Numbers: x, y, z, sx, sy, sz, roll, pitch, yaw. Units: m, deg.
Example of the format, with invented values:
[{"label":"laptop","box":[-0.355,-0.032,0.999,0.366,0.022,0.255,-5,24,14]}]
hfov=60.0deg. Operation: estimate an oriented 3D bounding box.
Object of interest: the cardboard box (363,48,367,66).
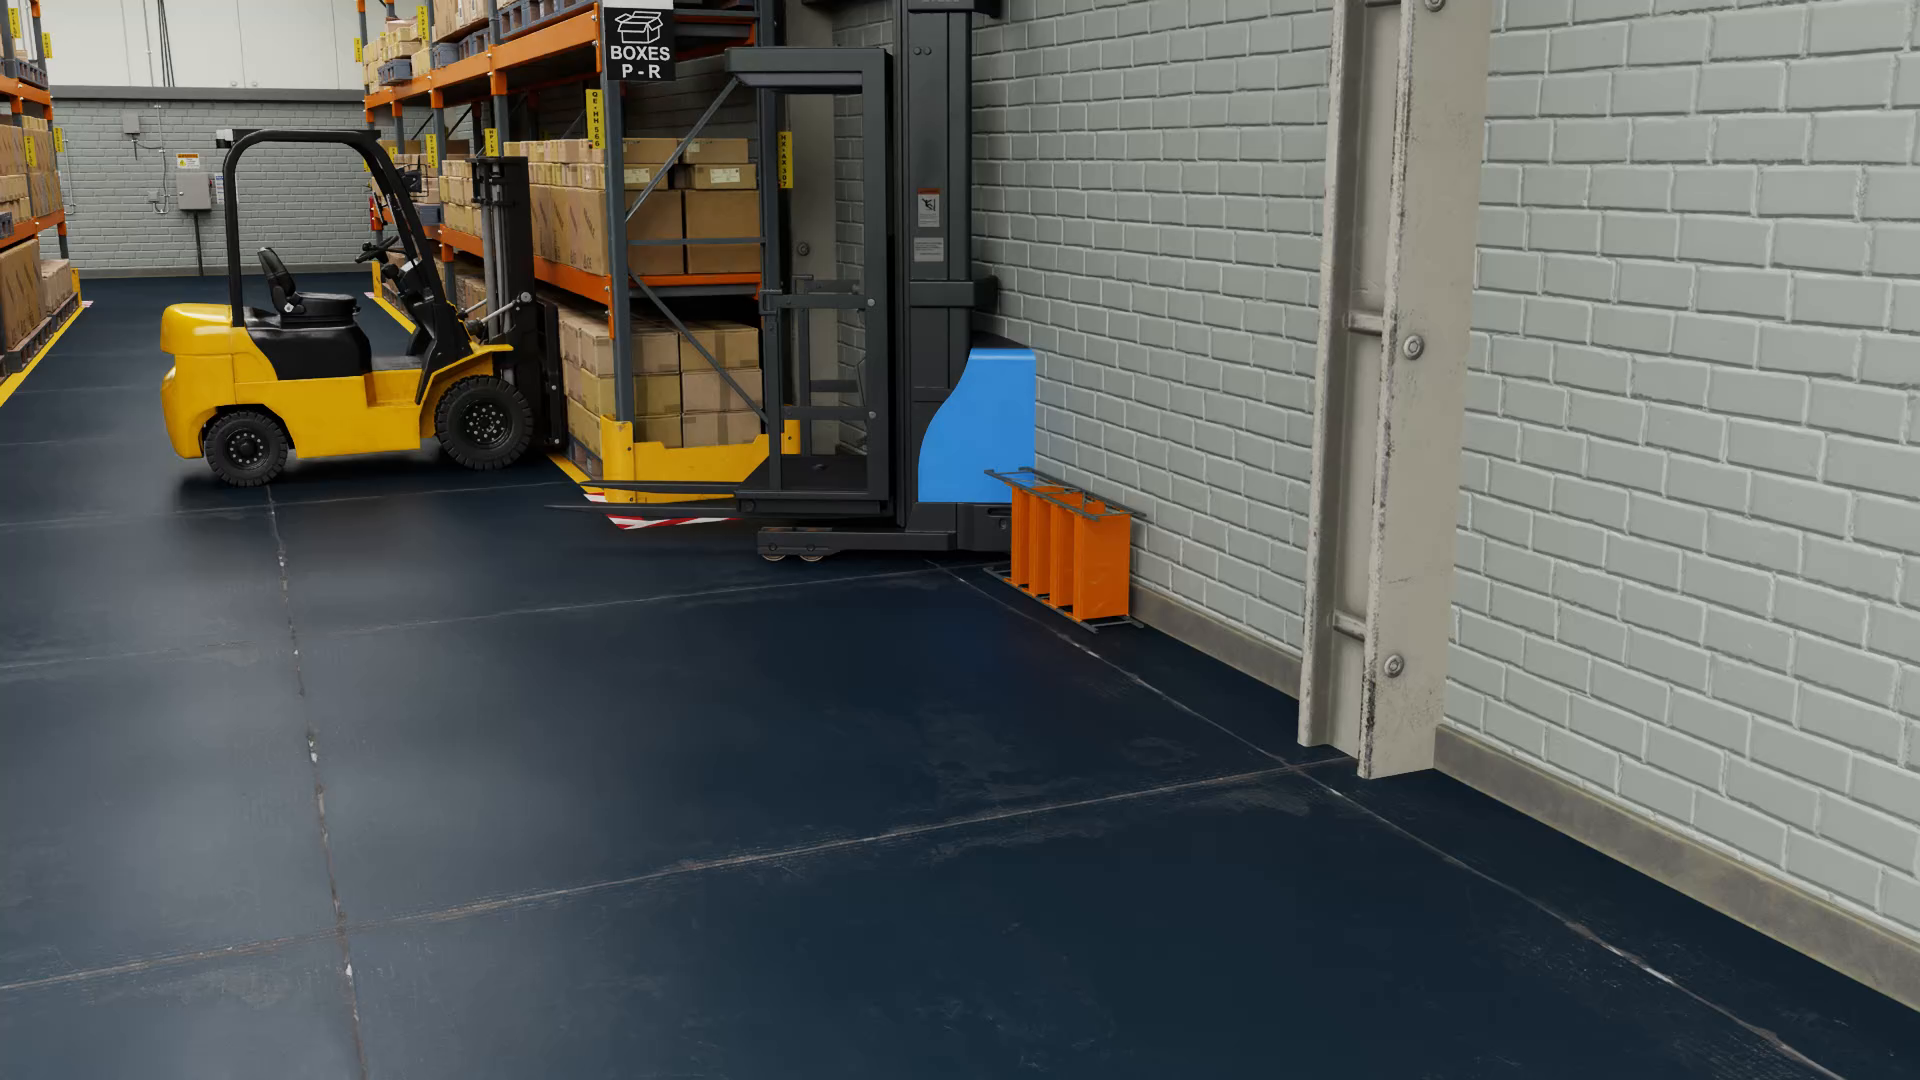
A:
[{"label":"cardboard box","box":[-8.014,-6.711,23.125,0.500,0.250,0.500,-6,14,-24]}]

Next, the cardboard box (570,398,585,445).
[{"label":"cardboard box","box":[-2.221,-0.780,10.754,0.500,0.250,0.500,-6,14,-23]}]

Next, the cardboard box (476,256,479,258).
[{"label":"cardboard box","box":[-5.390,-3.211,19.266,0.380,0.149,0.250,-5,14,-22]}]

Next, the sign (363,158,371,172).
[{"label":"sign","box":[-8.459,-5.421,23.721,0.100,0.325,0.005,-6,14,-23]}]

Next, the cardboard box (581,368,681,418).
[{"label":"cardboard box","box":[-2.034,-0.924,10.267,0.500,0.250,0.500,-6,14,-24]}]

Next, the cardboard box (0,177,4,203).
[{"label":"cardboard box","box":[-9.486,-3.351,15.920,0.500,0.250,0.500,-5,14,-22]}]

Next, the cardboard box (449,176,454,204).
[{"label":"cardboard box","box":[-4.604,-3.349,15.911,0.500,0.250,0.500,-5,14,-21]}]

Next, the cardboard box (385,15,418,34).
[{"label":"cardboard box","box":[-6.559,-6.067,19.606,0.396,0.266,0.258,-6,14,-24]}]

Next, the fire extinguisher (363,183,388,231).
[{"label":"fire extinguisher","box":[-8.444,-4.818,24.032,0.296,0.674,0.183,-6,14,-23]}]

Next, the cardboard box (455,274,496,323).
[{"label":"cardboard box","box":[-4.520,-2.313,16.547,0.875,0.625,0.625,-5,14,-21]}]

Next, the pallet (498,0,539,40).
[{"label":"pallet","box":[-2.789,-3.814,12.239,1.003,0.211,1.213,-6,14,-23]}]

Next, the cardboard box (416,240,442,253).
[{"label":"cardboard box","box":[-6.311,-3.522,19.950,0.380,0.149,0.250,-6,14,-26]}]

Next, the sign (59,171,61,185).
[{"label":"sign","box":[-14.857,-5.902,27.120,0.327,0.218,0.001,-6,14,-23]}]

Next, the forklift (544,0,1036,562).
[{"label":"forklift","box":[-0.628,-1.437,8.579,3.031,2.935,1.130,1,13,4]}]

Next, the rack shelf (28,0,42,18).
[{"label":"rack shelf","box":[-11.707,-6.564,19.754,1.077,0.370,4.000,-6,14,-23]}]

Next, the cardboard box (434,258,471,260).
[{"label":"cardboard box","box":[-5.744,-3.109,18.826,0.380,0.149,0.250,-6,14,-23]}]

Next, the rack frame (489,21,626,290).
[{"label":"rack frame","box":[-3.155,-2.569,13.318,1.000,3.000,0.127,-6,14,-23]}]

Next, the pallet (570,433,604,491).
[{"label":"pallet","box":[-1.897,-0.539,10.728,1.003,0.211,1.213,-6,14,-23]}]

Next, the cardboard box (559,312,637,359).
[{"label":"cardboard box","box":[-2.444,-1.370,11.087,0.500,0.250,0.500,-5,14,-22]}]

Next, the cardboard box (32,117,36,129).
[{"label":"cardboard box","box":[-11.387,-5.030,20.072,0.380,0.149,0.250,-6,14,-23]}]

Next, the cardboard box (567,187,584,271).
[{"label":"cardboard box","box":[-2.189,-1.978,10.540,0.500,0.500,0.500,-5,14,-21]}]

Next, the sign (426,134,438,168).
[{"label":"sign","box":[-5.250,-3.870,16.547,0.100,0.325,0.005,-6,14,-23]}]

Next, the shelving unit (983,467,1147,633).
[{"label":"shelving unit","box":[0.455,0.020,7.639,0.258,0.503,1.200,-5,14,-22]}]

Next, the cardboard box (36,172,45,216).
[{"label":"cardboard box","box":[-11.052,-4.047,19.480,0.500,0.500,0.500,-6,14,-23]}]

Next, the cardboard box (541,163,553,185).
[{"label":"cardboard box","box":[-2.667,-2.523,11.459,0.380,0.149,0.250,-6,14,-24]}]

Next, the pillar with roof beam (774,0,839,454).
[{"label":"pillar with roof beam","box":[-4.950,-4.502,8.365,9.100,9.000,0.400,-6,14,-23]}]

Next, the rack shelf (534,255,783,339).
[{"label":"rack shelf","box":[-2.353,-1.806,11.614,1.077,0.370,4.000,-6,14,-23]}]

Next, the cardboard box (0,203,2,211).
[{"label":"cardboard box","box":[-9.491,-3.102,15.952,0.500,0.250,0.500,-6,14,-25]}]

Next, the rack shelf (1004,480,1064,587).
[{"label":"rack shelf","box":[0.353,-0.036,7.879,0.258,0.480,0.148,-5,14,-22]}]

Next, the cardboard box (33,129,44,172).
[{"label":"cardboard box","box":[-11.266,-4.641,19.830,0.500,0.500,0.500,-5,14,-22]}]

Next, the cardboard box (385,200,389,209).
[{"label":"cardboard box","box":[-7.487,-4.510,22.262,0.380,0.149,0.250,-5,14,-22]}]

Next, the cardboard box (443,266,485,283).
[{"label":"cardboard box","box":[-5.187,-2.778,17.392,0.380,0.149,0.250,-6,14,-26]}]

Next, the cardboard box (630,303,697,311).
[{"label":"cardboard box","box":[-2.164,-1.525,11.756,0.500,0.250,0.500,-6,14,-24]}]

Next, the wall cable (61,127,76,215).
[{"label":"wall cable","box":[-14.788,-6.272,26.996,0.585,1.953,0.123,-6,14,-23]}]

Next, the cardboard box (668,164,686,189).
[{"label":"cardboard box","box":[-1.608,-2.246,10.263,0.380,0.149,0.250,-6,14,-23]}]

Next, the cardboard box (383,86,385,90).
[{"label":"cardboard box","box":[-7.250,-5.876,21.512,0.380,0.149,0.250,-5,14,-22]}]

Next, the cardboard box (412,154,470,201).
[{"label":"cardboard box","box":[-5.580,-3.971,18.215,0.797,0.503,0.637,-6,14,-24]}]

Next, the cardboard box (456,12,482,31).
[{"label":"cardboard box","box":[-4.182,-4.521,14.501,0.380,0.149,0.250,-6,14,-24]}]

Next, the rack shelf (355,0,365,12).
[{"label":"rack shelf","box":[-7.160,-7.206,21.650,1.077,0.370,4.000,-6,14,-23]}]

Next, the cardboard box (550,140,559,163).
[{"label":"cardboard box","box":[-2.492,-2.562,10.968,0.380,0.149,0.250,-5,14,-22]}]

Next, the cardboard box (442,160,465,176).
[{"label":"cardboard box","box":[-4.899,-3.668,16.405,0.380,0.149,0.250,-5,14,-21]}]

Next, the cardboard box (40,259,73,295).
[{"label":"cardboard box","box":[-12.152,-3.428,21.781,0.875,0.438,0.875,-6,14,-25]}]

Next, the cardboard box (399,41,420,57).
[{"label":"cardboard box","box":[-5.965,-5.401,18.307,0.380,0.149,0.250,-5,14,-22]}]

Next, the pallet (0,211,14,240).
[{"label":"pallet","box":[-8.920,-2.715,14.376,1.213,0.211,1.003,-6,14,-23]}]

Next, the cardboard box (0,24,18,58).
[{"label":"cardboard box","box":[-10.949,-5.677,18.718,0.500,0.500,0.500,-5,14,-22]}]

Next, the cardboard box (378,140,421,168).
[{"label":"cardboard box","box":[-7.425,-5.058,22.080,0.500,0.500,0.500,-5,14,-22]}]

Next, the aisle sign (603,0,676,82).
[{"label":"aisle sign","box":[-1.795,-2.969,9.281,0.394,0.787,0.004,-6,14,-23]}]

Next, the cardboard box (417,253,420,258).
[{"label":"cardboard box","box":[-6.459,-3.427,20.197,0.380,0.149,0.250,-5,14,-20]}]

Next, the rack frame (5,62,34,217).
[{"label":"rack frame","box":[-10.906,-3.773,18.519,1.000,3.000,0.127,-6,14,-23]}]

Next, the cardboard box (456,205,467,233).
[{"label":"cardboard box","box":[-4.393,-2.999,15.507,0.500,0.250,0.500,-6,14,-25]}]

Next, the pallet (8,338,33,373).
[{"label":"pallet","box":[-9.550,-1.758,15.996,1.003,0.211,1.213,-6,14,-23]}]

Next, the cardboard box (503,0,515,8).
[{"label":"cardboard box","box":[-3.045,-4.047,12.094,0.500,0.311,0.500,-5,14,-22]}]

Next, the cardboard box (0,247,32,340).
[{"label":"cardboard box","box":[-9.858,-2.451,16.588,0.875,0.875,0.875,-5,14,-22]}]

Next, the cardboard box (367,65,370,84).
[{"label":"cardboard box","box":[-7.812,-6.362,22.727,0.500,0.250,0.500,-5,14,-22]}]

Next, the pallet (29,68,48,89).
[{"label":"pallet","box":[-12.201,-5.865,21.104,1.003,0.211,1.213,-6,14,-23]}]
